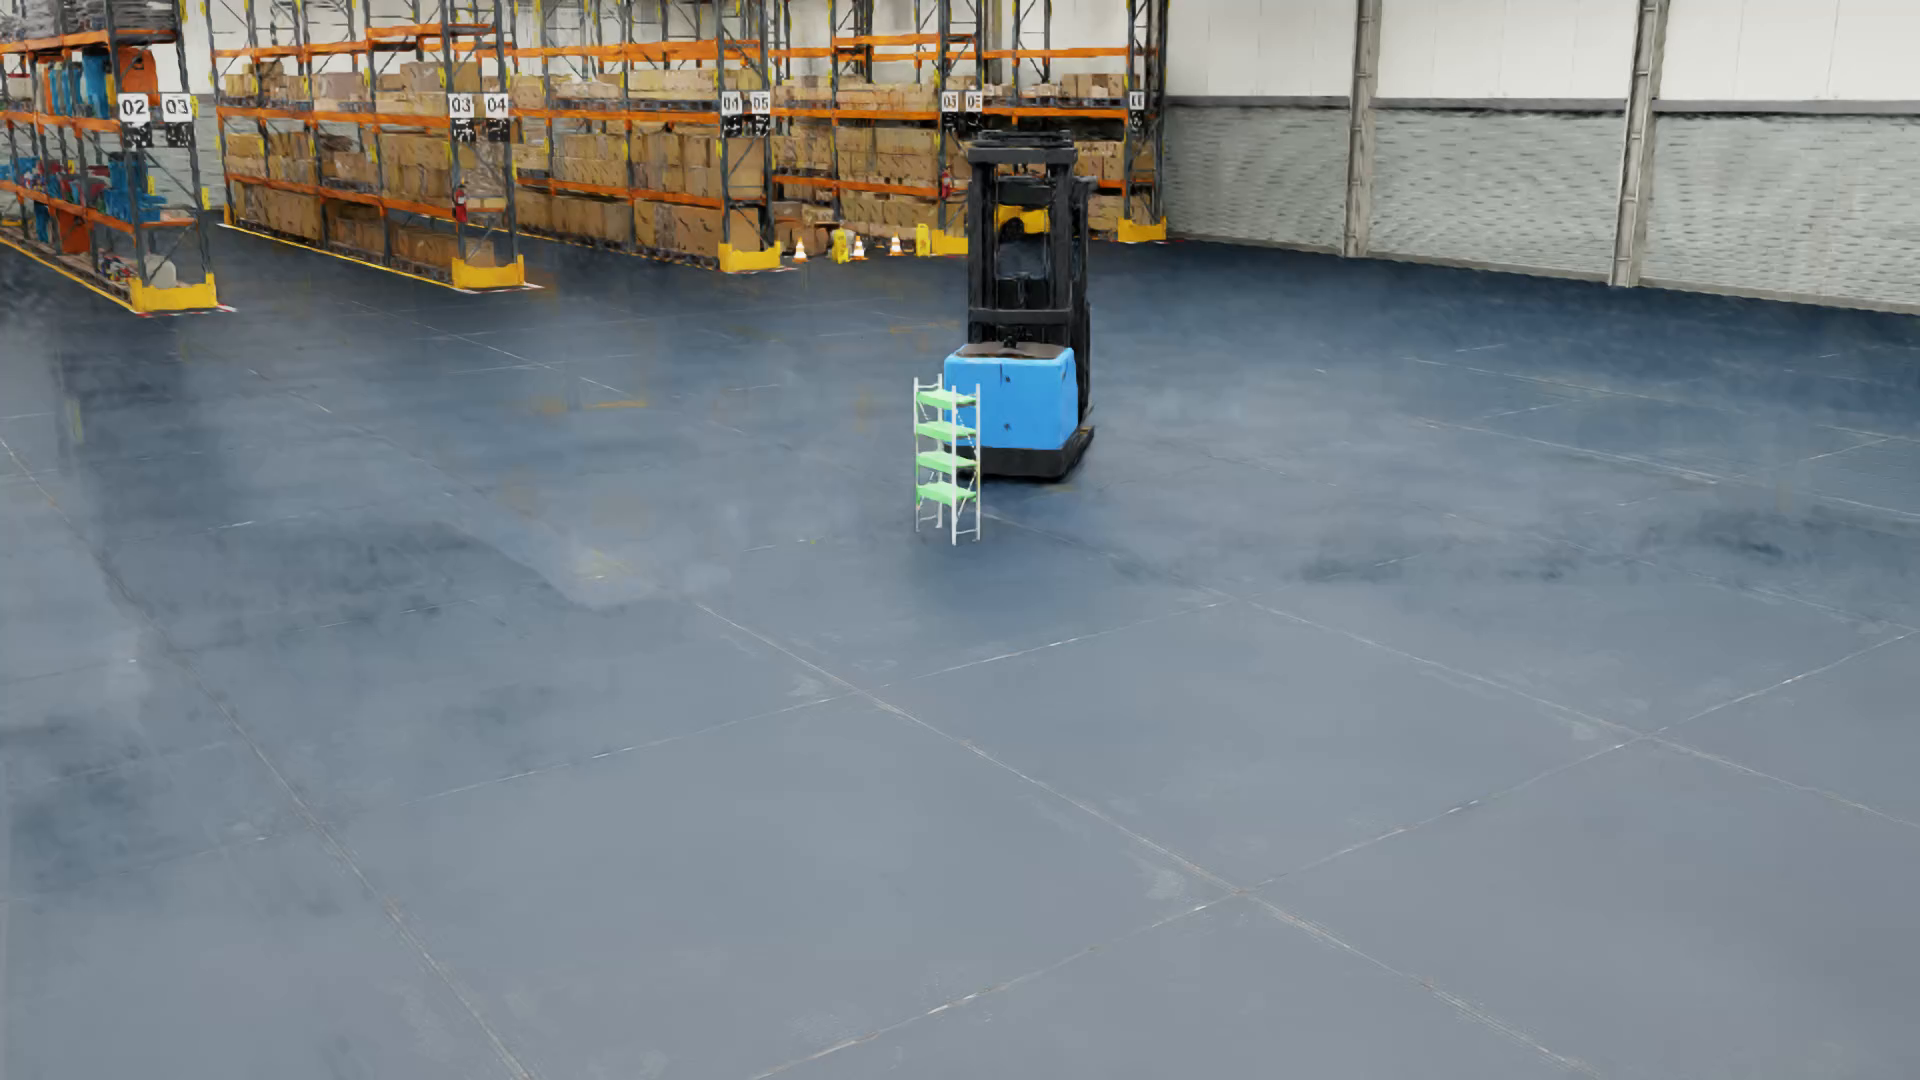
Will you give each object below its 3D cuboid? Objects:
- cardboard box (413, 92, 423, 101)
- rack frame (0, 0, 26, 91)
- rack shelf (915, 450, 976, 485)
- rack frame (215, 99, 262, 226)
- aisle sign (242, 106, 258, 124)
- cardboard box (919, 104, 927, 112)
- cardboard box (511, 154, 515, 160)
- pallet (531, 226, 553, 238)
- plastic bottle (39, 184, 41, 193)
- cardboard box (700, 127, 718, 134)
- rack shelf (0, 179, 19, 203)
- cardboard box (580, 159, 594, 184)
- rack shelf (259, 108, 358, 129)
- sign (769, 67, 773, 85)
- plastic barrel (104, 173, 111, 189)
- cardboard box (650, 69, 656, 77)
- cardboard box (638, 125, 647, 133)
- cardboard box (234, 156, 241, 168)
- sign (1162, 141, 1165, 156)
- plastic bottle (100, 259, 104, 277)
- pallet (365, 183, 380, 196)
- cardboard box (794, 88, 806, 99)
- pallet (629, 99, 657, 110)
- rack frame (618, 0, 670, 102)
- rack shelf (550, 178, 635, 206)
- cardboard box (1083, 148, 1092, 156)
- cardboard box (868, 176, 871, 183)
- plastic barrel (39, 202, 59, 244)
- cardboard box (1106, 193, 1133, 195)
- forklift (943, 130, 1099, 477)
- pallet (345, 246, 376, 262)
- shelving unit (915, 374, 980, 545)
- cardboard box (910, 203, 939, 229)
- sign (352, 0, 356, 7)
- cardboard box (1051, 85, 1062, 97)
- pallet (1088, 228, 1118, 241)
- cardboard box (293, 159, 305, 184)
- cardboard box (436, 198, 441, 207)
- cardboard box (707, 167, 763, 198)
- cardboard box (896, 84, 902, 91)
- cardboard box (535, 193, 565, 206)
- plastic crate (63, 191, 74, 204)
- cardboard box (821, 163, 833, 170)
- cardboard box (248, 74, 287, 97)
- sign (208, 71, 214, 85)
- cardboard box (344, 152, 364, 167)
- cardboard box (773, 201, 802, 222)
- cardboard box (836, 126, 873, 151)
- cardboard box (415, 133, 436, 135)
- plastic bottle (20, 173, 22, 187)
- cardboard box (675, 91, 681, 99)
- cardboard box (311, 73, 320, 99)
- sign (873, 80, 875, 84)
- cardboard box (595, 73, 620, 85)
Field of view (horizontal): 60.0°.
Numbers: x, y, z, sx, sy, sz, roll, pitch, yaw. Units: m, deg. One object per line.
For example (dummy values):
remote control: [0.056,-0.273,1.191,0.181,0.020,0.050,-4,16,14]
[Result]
cardboard box: [-9.186,-7.639,28.651,0.380,0.149,0.250,-12,19,-37]
rack frame: [-21.426,-11.324,36.903,1.000,3.000,0.127,-11,19,-35]
rack shelf: [-0.097,-0.552,12.564,0.258,0.148,0.480,-11,19,-35]
rack frame: [-17.419,-9.199,40.504,1.000,3.000,0.127,-11,19,-35]
aisle sign: [-17.219,-10.515,40.387,0.394,0.787,0.004,-11,19,-35]
cardboard box: [-0.604,-8.727,33.573,0.380,0.149,0.250,-11,19,-34]
cardboard box: [-10.063,-8.774,38.067,0.380,0.149,0.250,-10,18,-33]
pallet: [-9.102,-7.061,37.975,1.003,0.211,1.213,-11,19,-35]
plastic bottle: [-17.780,-6.827,32.214,0.097,0.201,0.097,0,15,0]
cardboard box: [-6.102,-9.954,41.178,0.500,0.500,0.500,-11,19,-35]
rack shelf: [-20.250,-7.656,36.230,1.077,0.370,4.000,-11,19,-35]
cardboard box: [-7.710,-7.827,35.301,0.500,0.500,0.500,-11,19,-35]
rack shelf: [-13.891,-9.018,35.522,1.077,0.370,4.000,-11,19,-35]
sign: [-3.488,-8.522,30.543,0.100,0.325,0.005,-11,19,-35]
plastic barrel: [-14.755,-6.172,29.186,0.433,0.535,0.433,0,15,0]
cardboard box: [-5.752,-8.998,32.068,0.380,0.149,0.250,-11,19,-34]
cardboard box: [-8.151,-10.688,43.862,0.500,0.500,0.500,-11,19,-34]
cardboard box: [-16.752,-8.908,39.161,0.500,0.250,0.500,-12,19,-36]
sign: [4.470,-8.632,36.644,0.100,0.325,0.005,-11,19,-35]
plastic bottle: [-14.325,-4.565,27.900,0.152,0.276,0.135,-10,18,-33]
pallet: [-10.695,-6.730,31.846,1.003,0.211,1.213,-11,19,-35]
cardboard box: [-3.401,-10.072,37.500,0.500,0.250,0.500,-11,19,-34]
pallet: [-5.820,-8.612,32.847,1.003,0.211,1.213,-11,19,-35]
rack frame: [-6.292,-10.278,33.084,1.000,3.000,0.127,-11,19,-35]
rack shelf: [-7.468,-7.465,35.531,1.077,0.370,4.000,-11,19,-35]
cardboard box: [2.978,-8.703,37.273,0.380,0.149,0.250,-12,19,-36]
cardboard box: [-1.751,-7.728,35.607,0.380,0.149,0.250,-11,19,-35]
plastic barrel: [-18.351,-6.496,33.809,0.600,0.901,0.708,-11,19,-35]
cardboard box: [3.591,-7.689,37.505,0.500,0.250,0.500,-11,19,-34]
forklift: [0.668,-2.297,15.418,1.130,2.935,3.031,3,16,12]
pallet: [-11.544,-5.718,33.069,1.003,0.211,1.213,-11,19,-35]
shelving unit: [-0.097,-0.614,12.547,0.258,1.200,0.503,-11,19,-35]
cardboard box: [-0.678,-6.689,34.327,0.500,0.500,0.500,-11,19,-34]
sign: [-12.282,-10.959,33.652,0.100,0.325,0.005,-11,19,-35]
cardboard box: [2.292,-10.215,37.803,0.396,0.266,0.258,-11,19,-36]
pallet: [3.534,-6.904,37.400,1.003,0.211,1.213,-11,19,-35]
cardboard box: [-13.802,-7.824,35.289,0.500,0.500,0.500,-12,19,-36]
cardboard box: [-8.816,-5.845,28.724,0.380,0.149,0.250,-11,19,-35]
cardboard box: [-4.195,-6.675,30.999,0.875,0.550,0.550,-11,19,-35]
cardboard box: [-1.097,-9.345,34.322,0.380,0.149,0.250,-12,19,-36]
cardboard box: [-9.258,-7.703,37.557,0.500,0.250,0.500,-11,19,-36]
plastic crate: [-15.622,-6.094,29.559,0.450,0.188,0.662,-11,19,-35]
cardboard box: [-2.873,-8.323,36.984,0.380,0.149,0.250,-11,19,-34]
cardboard box: [-15.576,-10.248,37.482,0.700,0.500,0.500,-12,20,-38]
sign: [-17.872,-11.021,39.672,0.100,0.325,0.005,-11,19,-35]
cardboard box: [-11.956,-7.529,33.416,0.700,0.500,0.500,-8,17,-26]
cardboard box: [-3.770,-7.052,35.959,0.500,0.500,0.500,-11,19,-35]
cardboard box: [-2.264,-8.721,36.111,0.700,0.500,0.500,-11,19,-35]
cardboard box: [-9.876,-7.257,30.762,0.500,0.500,0.500,-11,19,-35]
plastic bottle: [-19.203,-7.375,34.062,0.061,0.283,0.133,-11,19,-35]
cardboard box: [-5.157,-8.397,31.382,0.380,0.149,0.250,-11,19,-34]
cardboard box: [-12.647,-9.087,33.275,0.500,0.500,0.500,-11,19,-34]
sign: [-1.913,-9.957,36.611,0.100,0.325,0.005,-11,19,-35]
cardboard box: [-7.395,-9.657,35.321,0.500,0.500,0.500,-11,19,-35]
